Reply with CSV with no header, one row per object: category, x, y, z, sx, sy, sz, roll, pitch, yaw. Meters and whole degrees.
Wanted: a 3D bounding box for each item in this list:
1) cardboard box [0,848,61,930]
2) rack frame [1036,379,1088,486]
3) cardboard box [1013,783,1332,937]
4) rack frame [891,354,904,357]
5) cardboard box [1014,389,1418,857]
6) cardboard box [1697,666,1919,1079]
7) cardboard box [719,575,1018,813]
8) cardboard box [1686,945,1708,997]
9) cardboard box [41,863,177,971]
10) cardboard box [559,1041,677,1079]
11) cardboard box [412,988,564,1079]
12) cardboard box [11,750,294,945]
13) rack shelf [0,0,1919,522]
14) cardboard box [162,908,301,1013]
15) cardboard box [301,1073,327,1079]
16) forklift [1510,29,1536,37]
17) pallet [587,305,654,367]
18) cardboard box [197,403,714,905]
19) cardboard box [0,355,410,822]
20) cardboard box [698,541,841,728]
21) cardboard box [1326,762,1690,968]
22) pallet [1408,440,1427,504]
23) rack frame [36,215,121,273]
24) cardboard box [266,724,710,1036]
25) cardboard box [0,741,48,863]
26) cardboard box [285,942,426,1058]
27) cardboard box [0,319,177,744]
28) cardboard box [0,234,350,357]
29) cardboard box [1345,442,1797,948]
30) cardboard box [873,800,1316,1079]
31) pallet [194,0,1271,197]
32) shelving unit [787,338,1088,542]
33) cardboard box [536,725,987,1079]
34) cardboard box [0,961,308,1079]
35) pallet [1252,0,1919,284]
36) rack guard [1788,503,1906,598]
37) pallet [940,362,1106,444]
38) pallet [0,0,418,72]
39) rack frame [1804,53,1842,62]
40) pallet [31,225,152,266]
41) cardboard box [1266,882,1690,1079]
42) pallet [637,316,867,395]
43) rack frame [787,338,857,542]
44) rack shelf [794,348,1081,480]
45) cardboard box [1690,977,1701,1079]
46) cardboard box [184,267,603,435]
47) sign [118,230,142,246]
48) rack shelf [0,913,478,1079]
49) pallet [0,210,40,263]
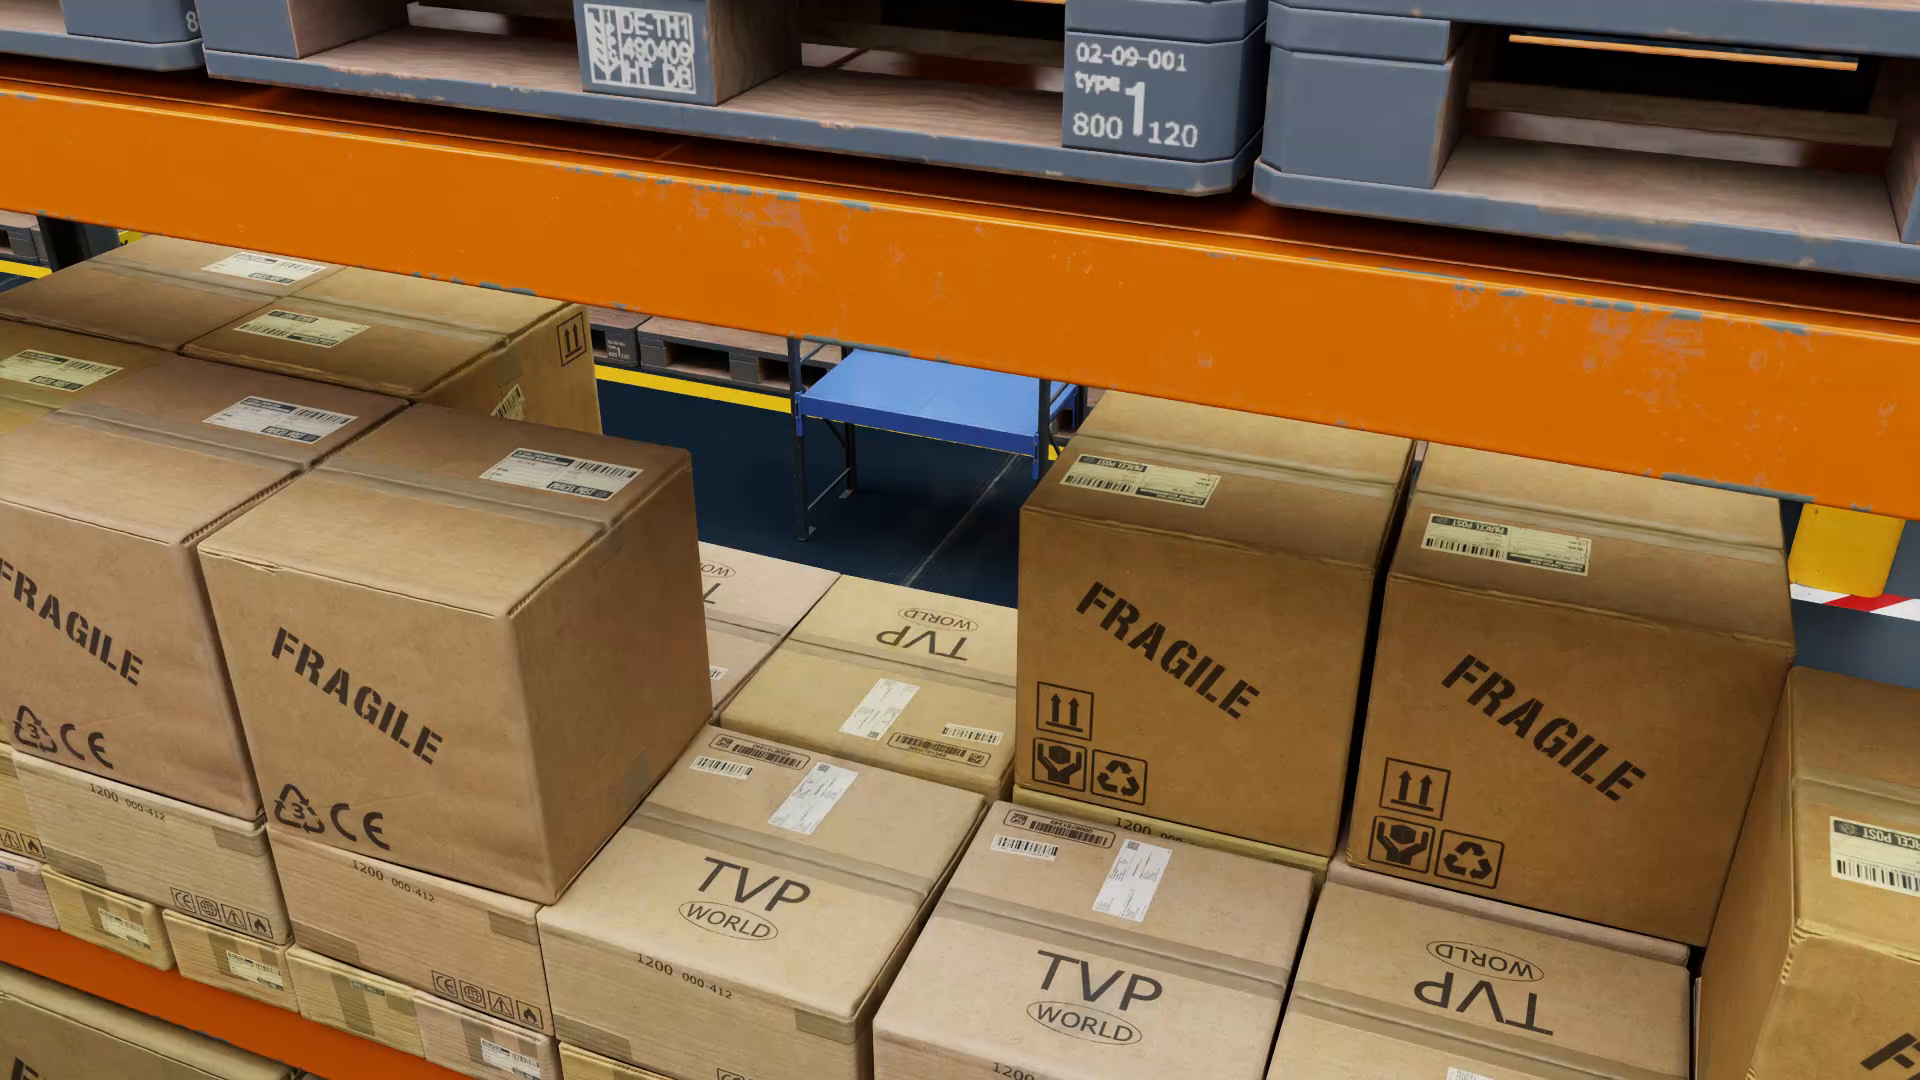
cardboard box,-1.621,0.512,3.052,0.250,0.149,0.380,10,31,17
rack frame,0.392,-0.575,6.242,0.032,1.500,0.500,11,31,19
cardboard box,0.402,0.423,2.803,0.500,0.250,0.500,10,31,17
rack frame,-0.151,-2.111,7.437,0.127,3.000,1.000,11,31,19
cardboard box,0.405,0.099,2.614,0.500,0.500,0.500,10,31,18
cardboard box,1.143,0.526,1.859,0.500,0.500,0.500,12,32,20
cardboard box,-0.084,0.329,2.969,0.500,0.250,0.500,11,31,18
cardboard box,1.350,0.611,2.470,0.500,0.250,0.500,10,31,18
cardboard box,-1.376,0.560,2.966,0.250,0.149,0.380,12,32,21
cardboard box,-0.419,0.751,2.629,0.250,0.149,0.380,10,31,18
cardboard box,-0.663,0.703,2.714,0.250,0.149,0.380,12,32,20
cardboard box,-1.217,0.384,2.873,0.500,0.250,0.500,11,31,19
rack shelf,-0.160,-0.475,2.225,4.000,0.370,1.077,11,31,19
cardboard box,-1.132,0.608,2.881,0.250,0.149,0.380,10,31,18
cardboard box,-0.598,1.214,3.285,0.875,0.875,0.875,11,31,19
forklift,2.062,-2.626,8.418,3.031,2.935,1.130,15,33,25
pallet,-1.985,-1.284,8.807,1.213,0.211,1.003,11,31,19
cardboard box,-0.728,0.151,2.523,0.500,0.500,0.500,10,31,18
cardboard box,-1.212,0.056,2.690,0.500,0.500,0.500,11,31,19
cardboard box,-0.552,0.234,3.138,0.500,0.250,0.500,12,32,20
cardboard box,0.866,0.518,2.635,0.500,0.250,0.500,11,31,19
pallet,1.680,-0.554,7.515,1.213,0.211,1.003,11,31,19
rack frame,-2.013,0.147,3.441,0.127,3.000,1.000,11,31,19
cardboard box,-0.735,0.477,2.708,0.500,0.250,0.500,12,32,20
cardboard box,-1.676,0.289,3.040,0.500,0.250,0.500,11,31,18
cardboard box,-0.895,0.655,2.798,0.250,0.149,0.380,11,31,18
cardboard box,-1.665,-0.038,2.857,0.500,0.500,0.500,11,31,19
cardboard box,-1.486,-0.280,3.286,0.500,0.500,0.500,12,32,21
cardboard box,0.887,0.192,2.450,0.500,0.500,0.500,11,31,18
cardboard box,0.203,0.666,2.373,0.500,0.250,0.500,10,31,17
pallet,-0.132,-0.737,2.048,1.213,0.211,1.003,11,31,19
shelving unit,-0.079,-0.669,6.409,1.048,1.500,0.538,11,31,19
cardboard box,-0.281,0.572,2.540,0.500,0.250,0.500,11,31,19
cardboard box,-1.431,1.048,3.580,0.875,0.875,0.875,11,31,19
pallet,1.002,-0.512,1.650,1.213,0.211,1.003,11,31,19
rack guard,3.583,-0.284,6.745,0.348,0.500,1.175,11,31,19
pallet,0.545,-0.779,7.913,1.213,0.211,1.003,11,31,19
pallet,-1.259,-0.964,2.449,1.213,0.211,1.003,11,31,19
rack frame,5.422,-3.629,10.122,0.127,3.000,1.000,11,31,19
pallet,-4.561,-1.798,9.717,1.213,0.211,1.003,11,31,19
cardboard box,0.675,0.760,2.207,0.500,0.250,0.500,11,31,18
pallet,-0.850,-1.059,8.409,1.213,0.211,1.003,11,31,19
rack frame,-0.550,-0.763,6.575,0.032,1.500,0.500,11,31,19
rack shelf,-0.079,-0.512,6.497,1.000,0.185,0.538,11,31,19
cardboard box,1.145,0.854,2.040,0.500,0.250,0.500,11,31,18
cardboard box,-1.024,-0.186,3.118,0.500,0.500,0.500,12,31,20
sign,-1.806,-0.517,3.657,0.005,0.325,0.100,11,31,19
rack shelf,-0.160,0.830,2.964,4.000,0.370,1.077,11,31,19
pallet,-5.687,-2.025,10.117,1.213,0.211,1.003,11,31,19
